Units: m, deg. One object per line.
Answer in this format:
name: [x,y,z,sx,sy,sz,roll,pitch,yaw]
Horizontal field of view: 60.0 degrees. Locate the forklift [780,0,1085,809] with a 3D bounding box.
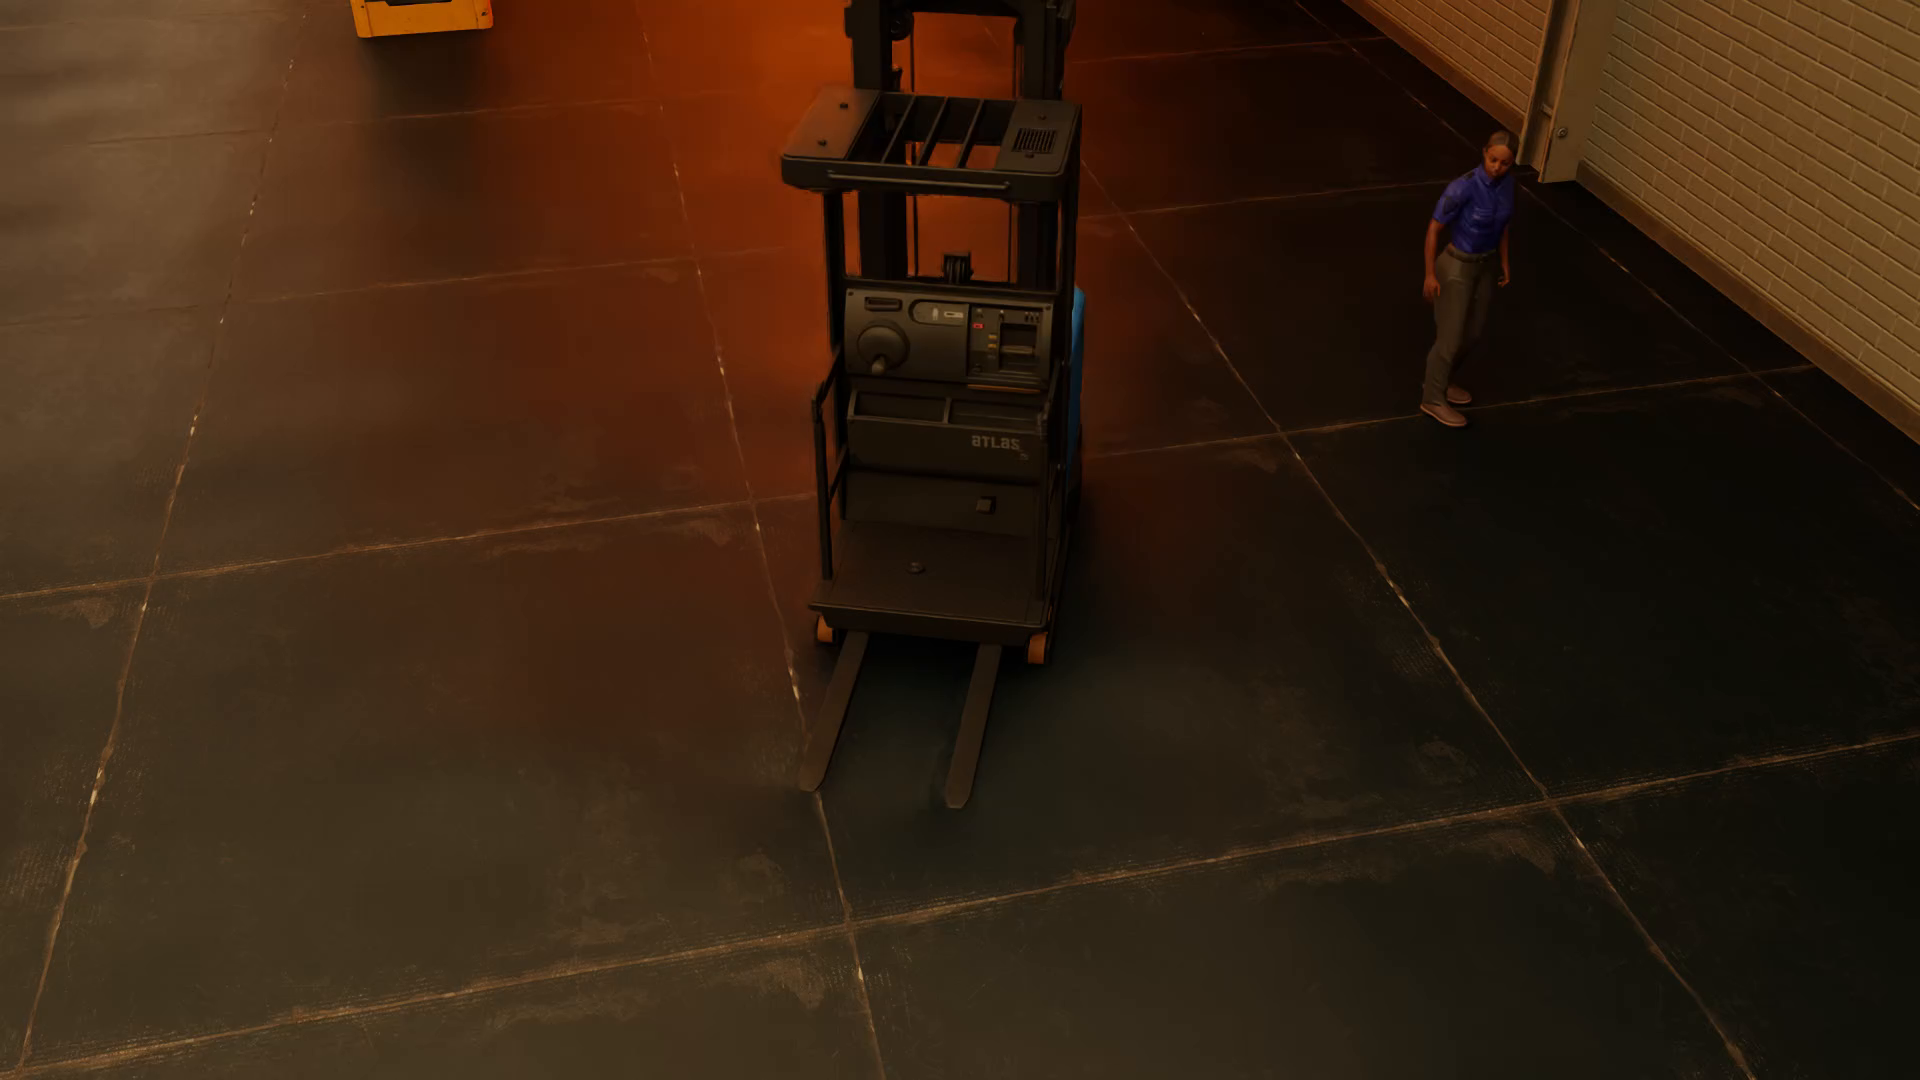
forklift: [-0.084,-0.834,7.209,1.130,2.935,3.031,5,36,7]

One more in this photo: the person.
person: [2.833,-1.444,9.168,0.637,1.637,0.444,-23,42,-28]
